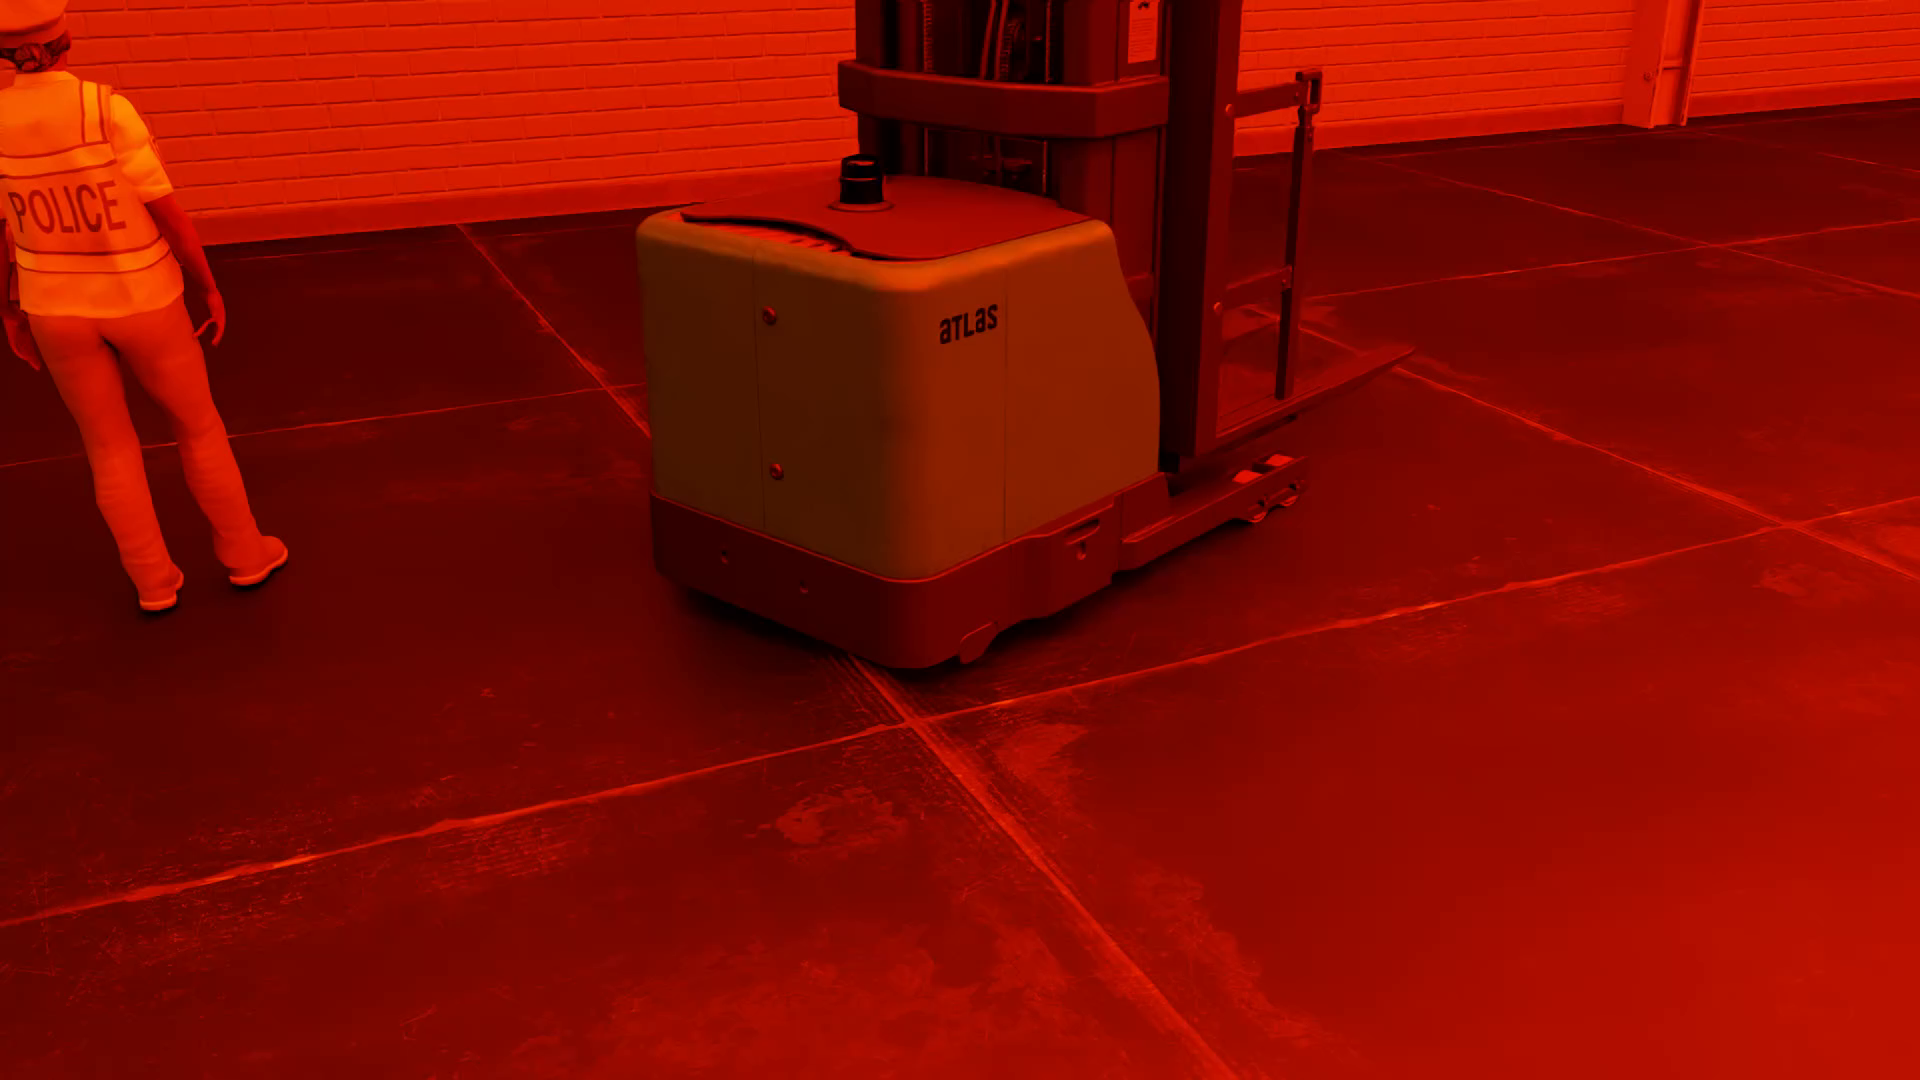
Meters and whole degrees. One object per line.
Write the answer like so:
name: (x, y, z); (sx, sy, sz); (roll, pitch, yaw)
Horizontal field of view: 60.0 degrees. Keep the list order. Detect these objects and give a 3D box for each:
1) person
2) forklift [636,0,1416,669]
person: (-2.233, -0.632, 4.402); (0.563, 1.696, 0.530); (-5, 23, -12)
forklift: (0.477, -1.518, 4.940); (1.130, 2.935, 3.031); (18, 29, 37)
